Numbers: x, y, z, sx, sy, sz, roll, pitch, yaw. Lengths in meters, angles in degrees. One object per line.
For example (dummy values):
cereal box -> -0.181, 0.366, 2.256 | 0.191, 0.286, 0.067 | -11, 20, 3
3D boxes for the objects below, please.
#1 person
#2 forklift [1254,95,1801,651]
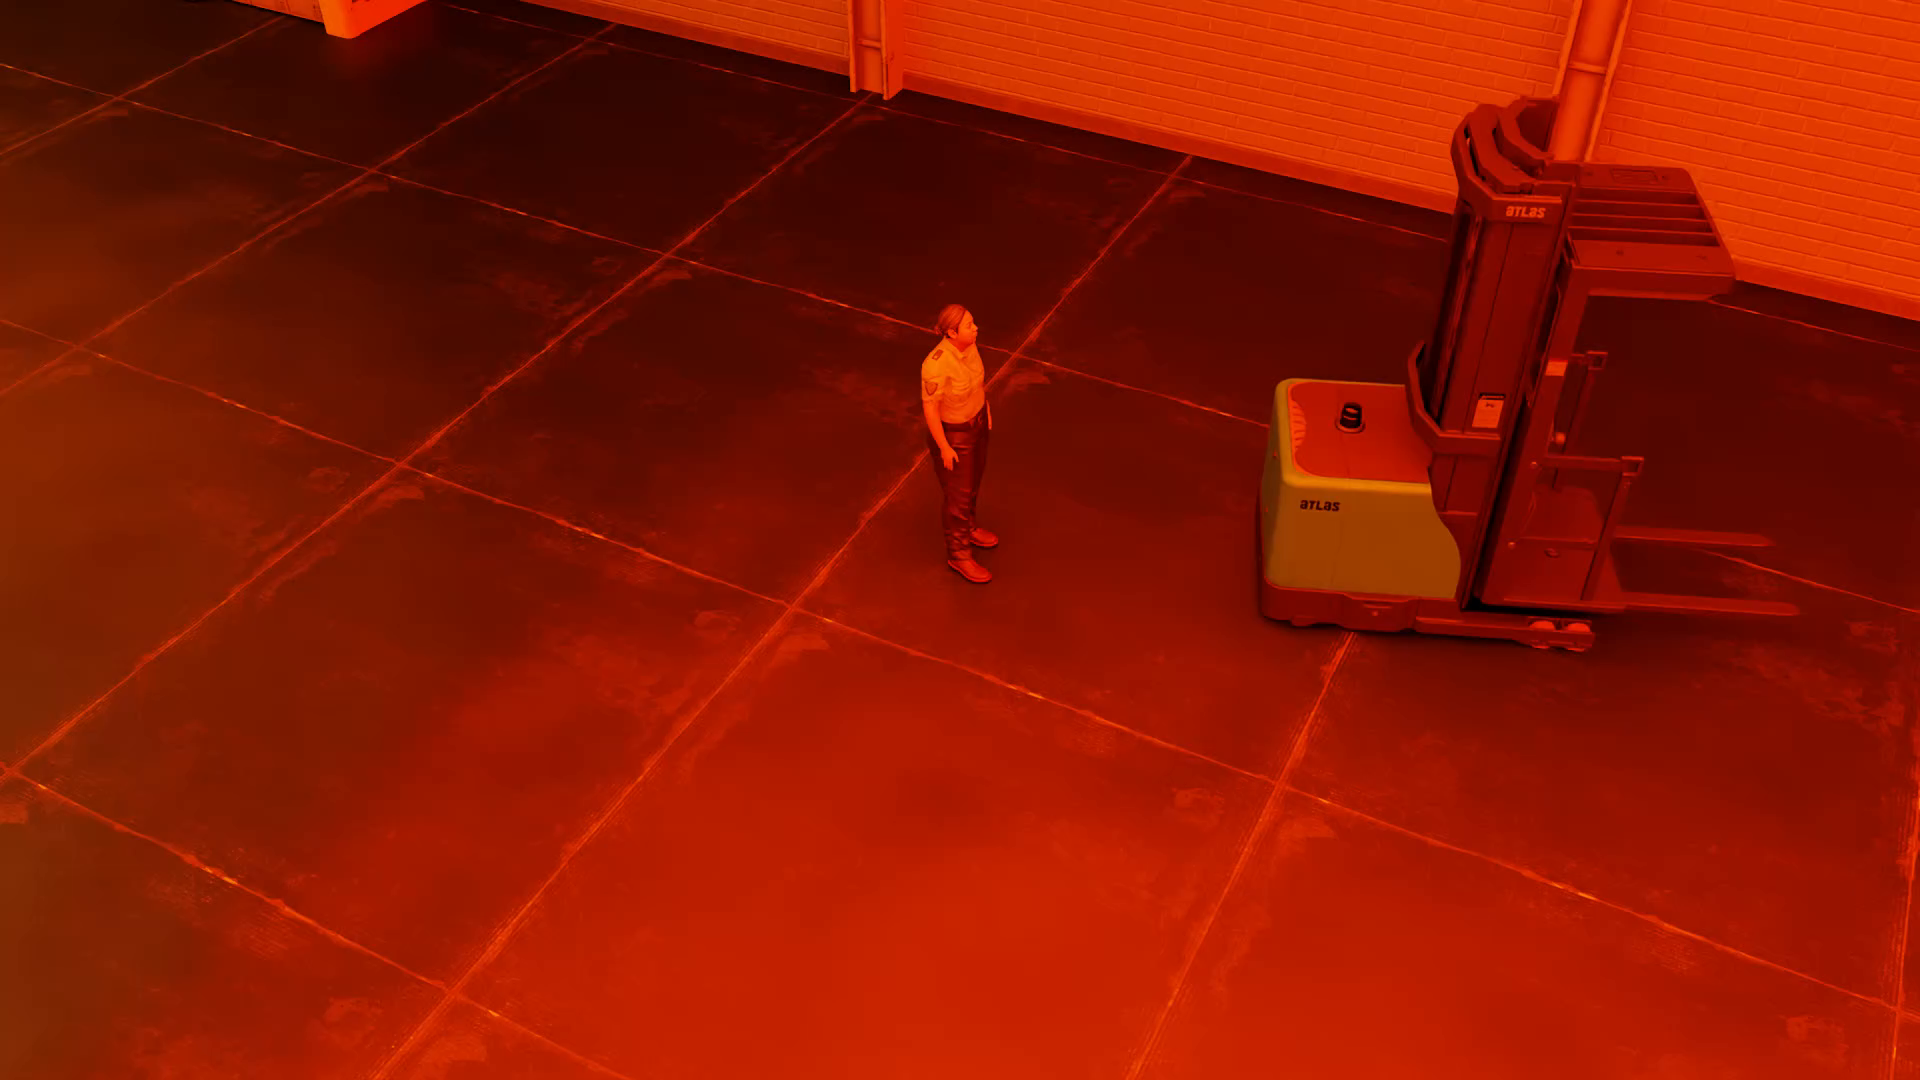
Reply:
person -> 0.069, -0.595, 9.679 | 0.502, 1.651, 0.598 | 18, 43, 21
forklift -> 3.293, -0.847, 8.992 | 3.031, 2.935, 1.130 | 4, 40, 5
